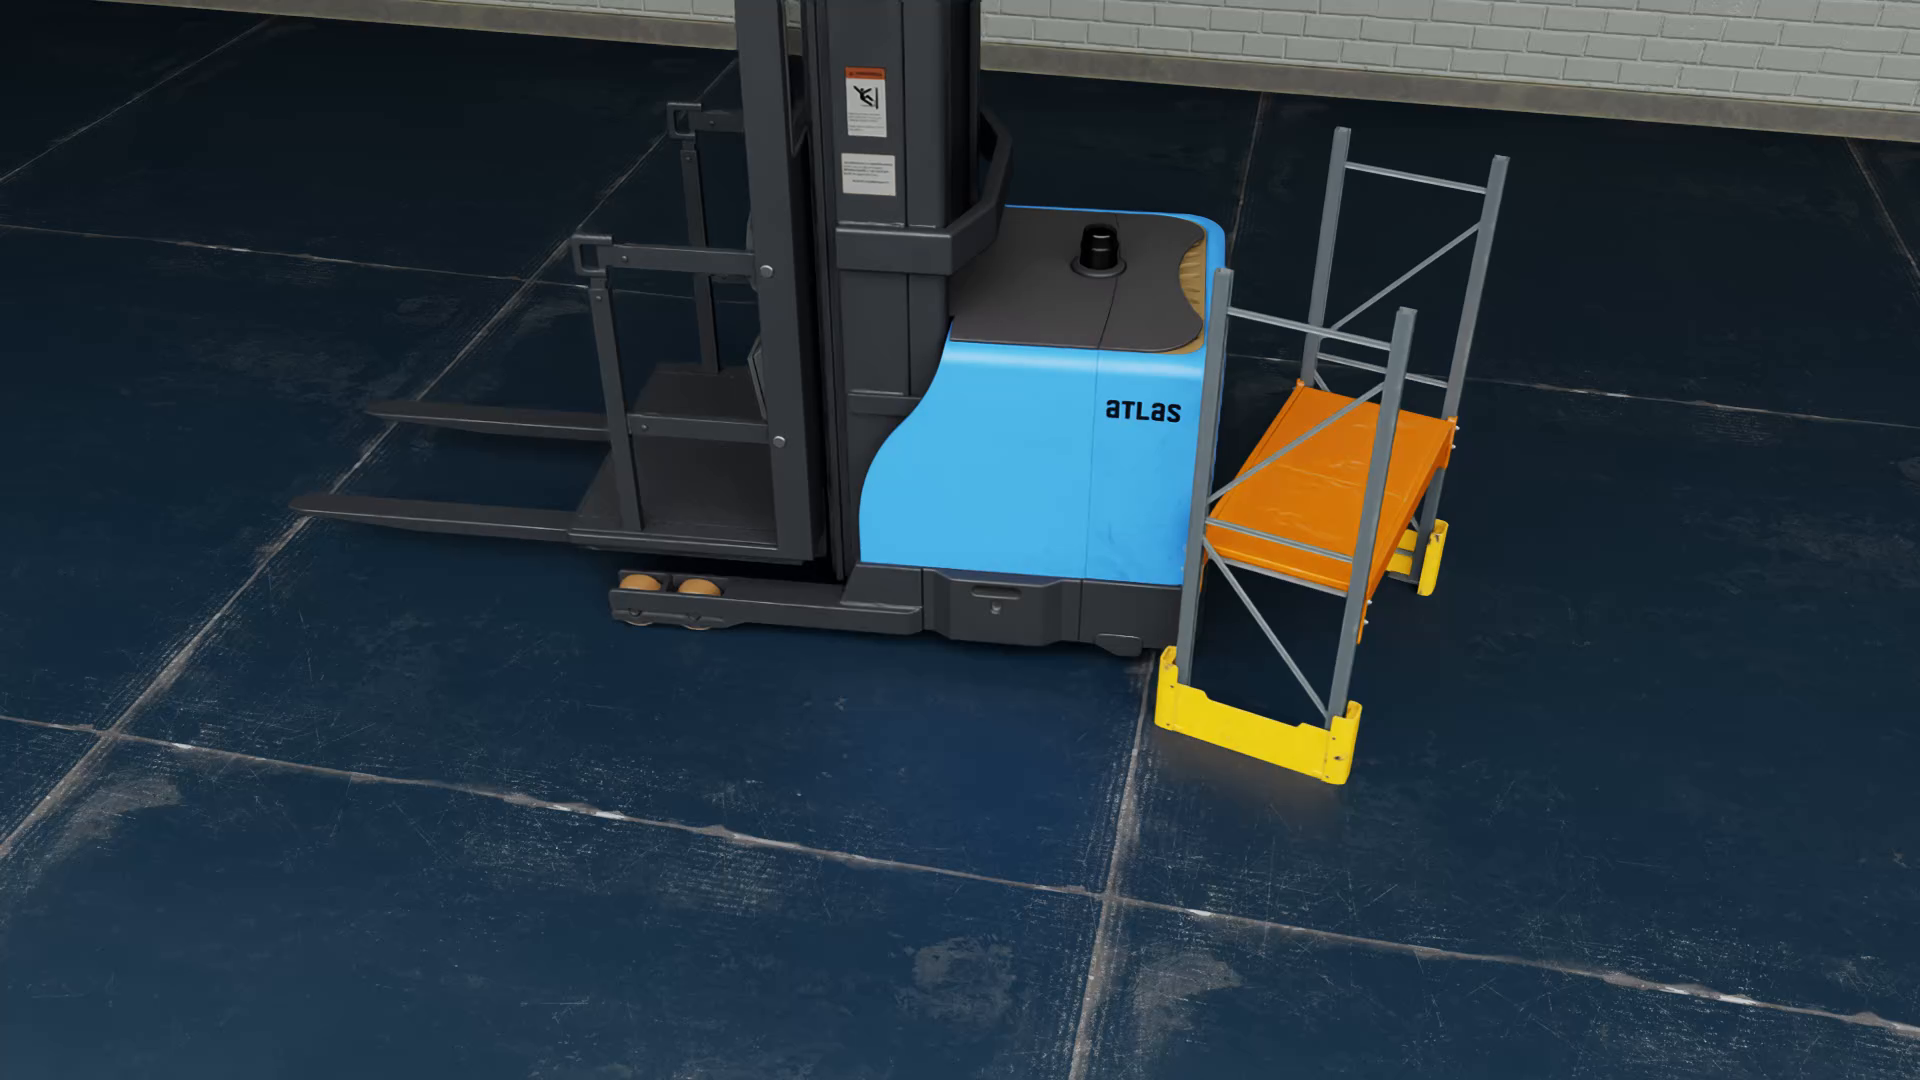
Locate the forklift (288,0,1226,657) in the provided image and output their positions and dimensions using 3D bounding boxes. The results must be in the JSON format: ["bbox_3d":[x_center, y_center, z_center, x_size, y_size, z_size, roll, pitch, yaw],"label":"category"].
[{"bbox_3d":[-0.691,-1.198,4.906,3.031,2.935,1.130,4,36,6],"label":"forklift"}]

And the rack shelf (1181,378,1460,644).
[{"bbox_3d":[1.088,-0.117,4.941,0.538,0.185,1.000,17,39,22],"label":"rack shelf"}]

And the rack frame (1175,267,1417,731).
[{"bbox_3d":[0.857,0.003,4.469,0.500,1.500,0.032,17,39,22],"label":"rack frame"}]

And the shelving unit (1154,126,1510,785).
[{"bbox_3d":[1.084,-0.258,4.828,0.587,1.500,1.083,17,39,22],"label":"shelving unit"}]

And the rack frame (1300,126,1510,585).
[{"bbox_3d":[1.320,-0.529,5.201,0.500,1.500,0.032,17,39,22],"label":"rack frame"}]

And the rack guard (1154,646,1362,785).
[{"bbox_3d":[0.857,0.508,4.836,0.587,0.250,0.087,17,39,22],"label":"rack guard"}]

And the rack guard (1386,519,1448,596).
[{"bbox_3d":[1.311,-0.012,5.554,0.587,0.250,0.087,17,39,22],"label":"rack guard"}]
